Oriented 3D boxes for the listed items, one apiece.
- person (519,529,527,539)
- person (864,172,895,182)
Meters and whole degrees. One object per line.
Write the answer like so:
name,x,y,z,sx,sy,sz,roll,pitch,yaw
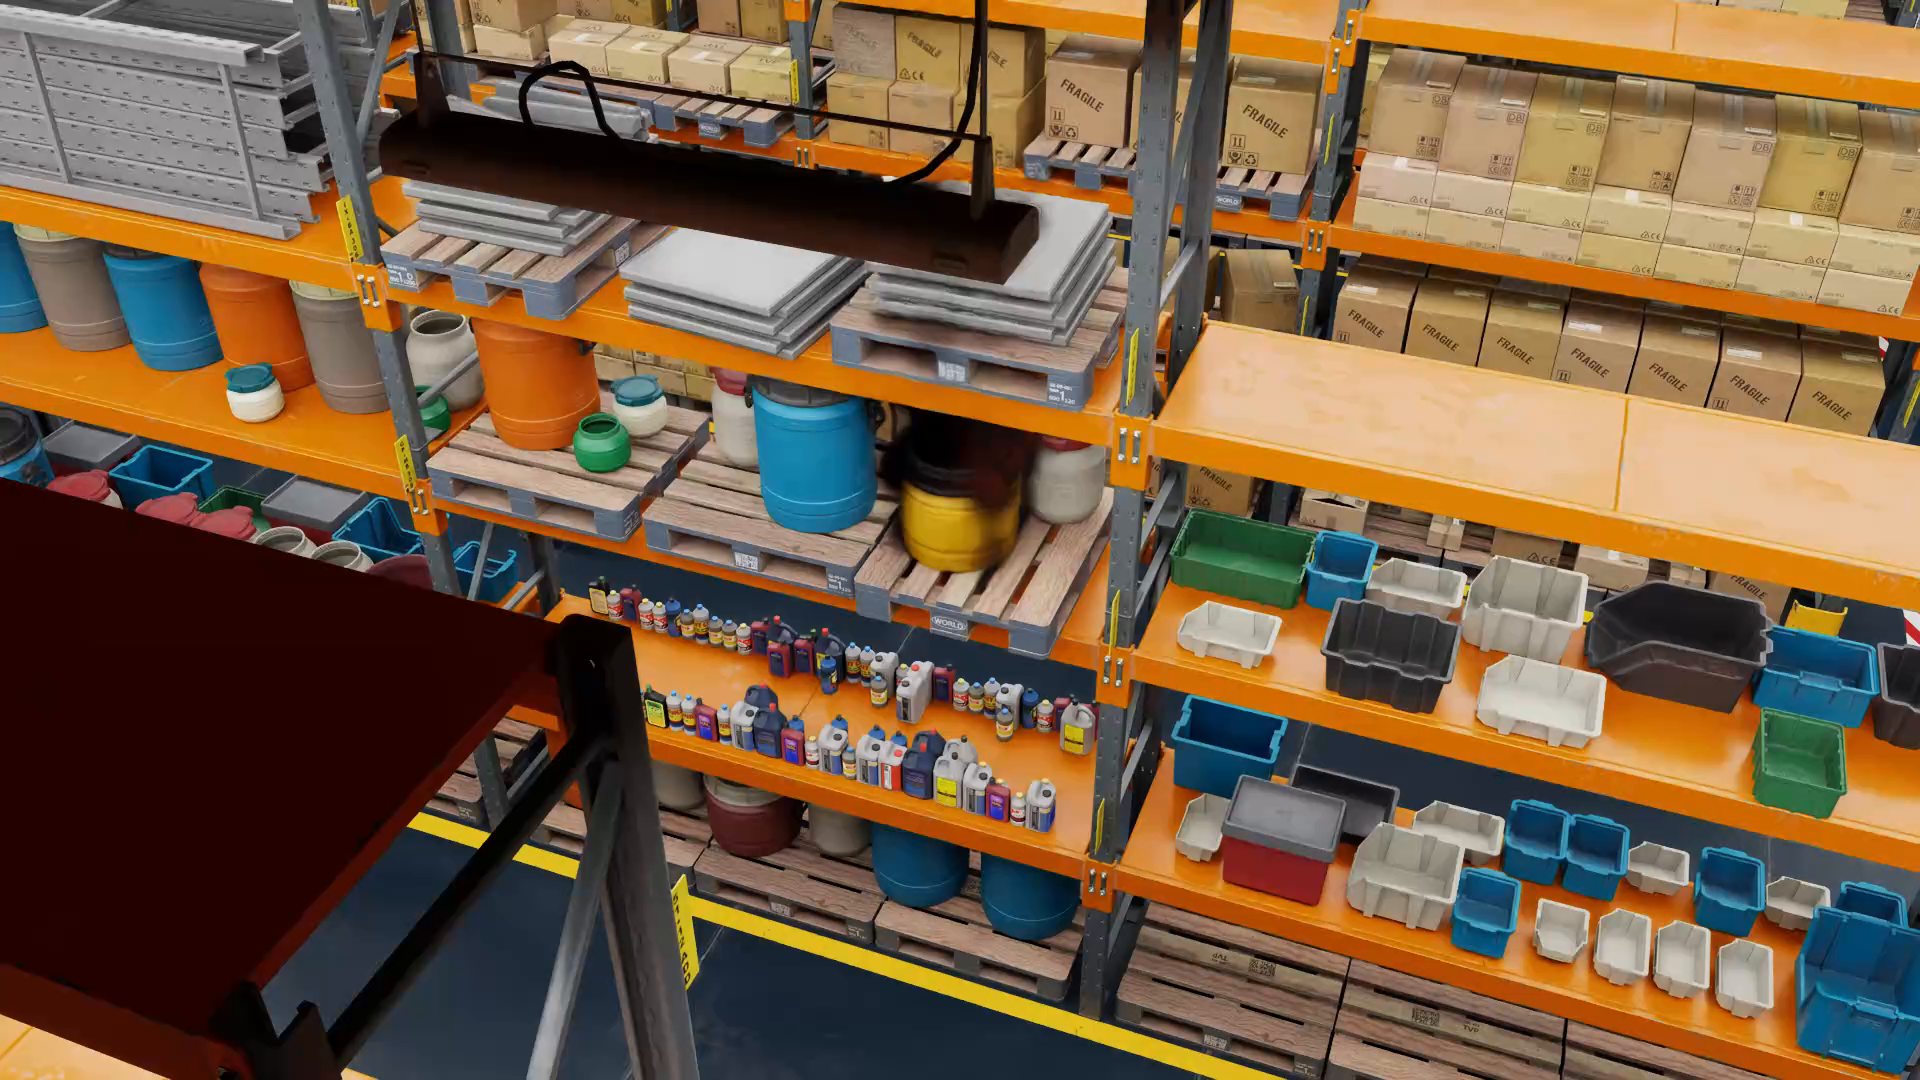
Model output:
person,-3.094,-0.689,12.867,0.938,1.685,0.575,9,37,12
person,-0.746,-2.774,15.640,0.798,1.850,0.704,11,38,14
